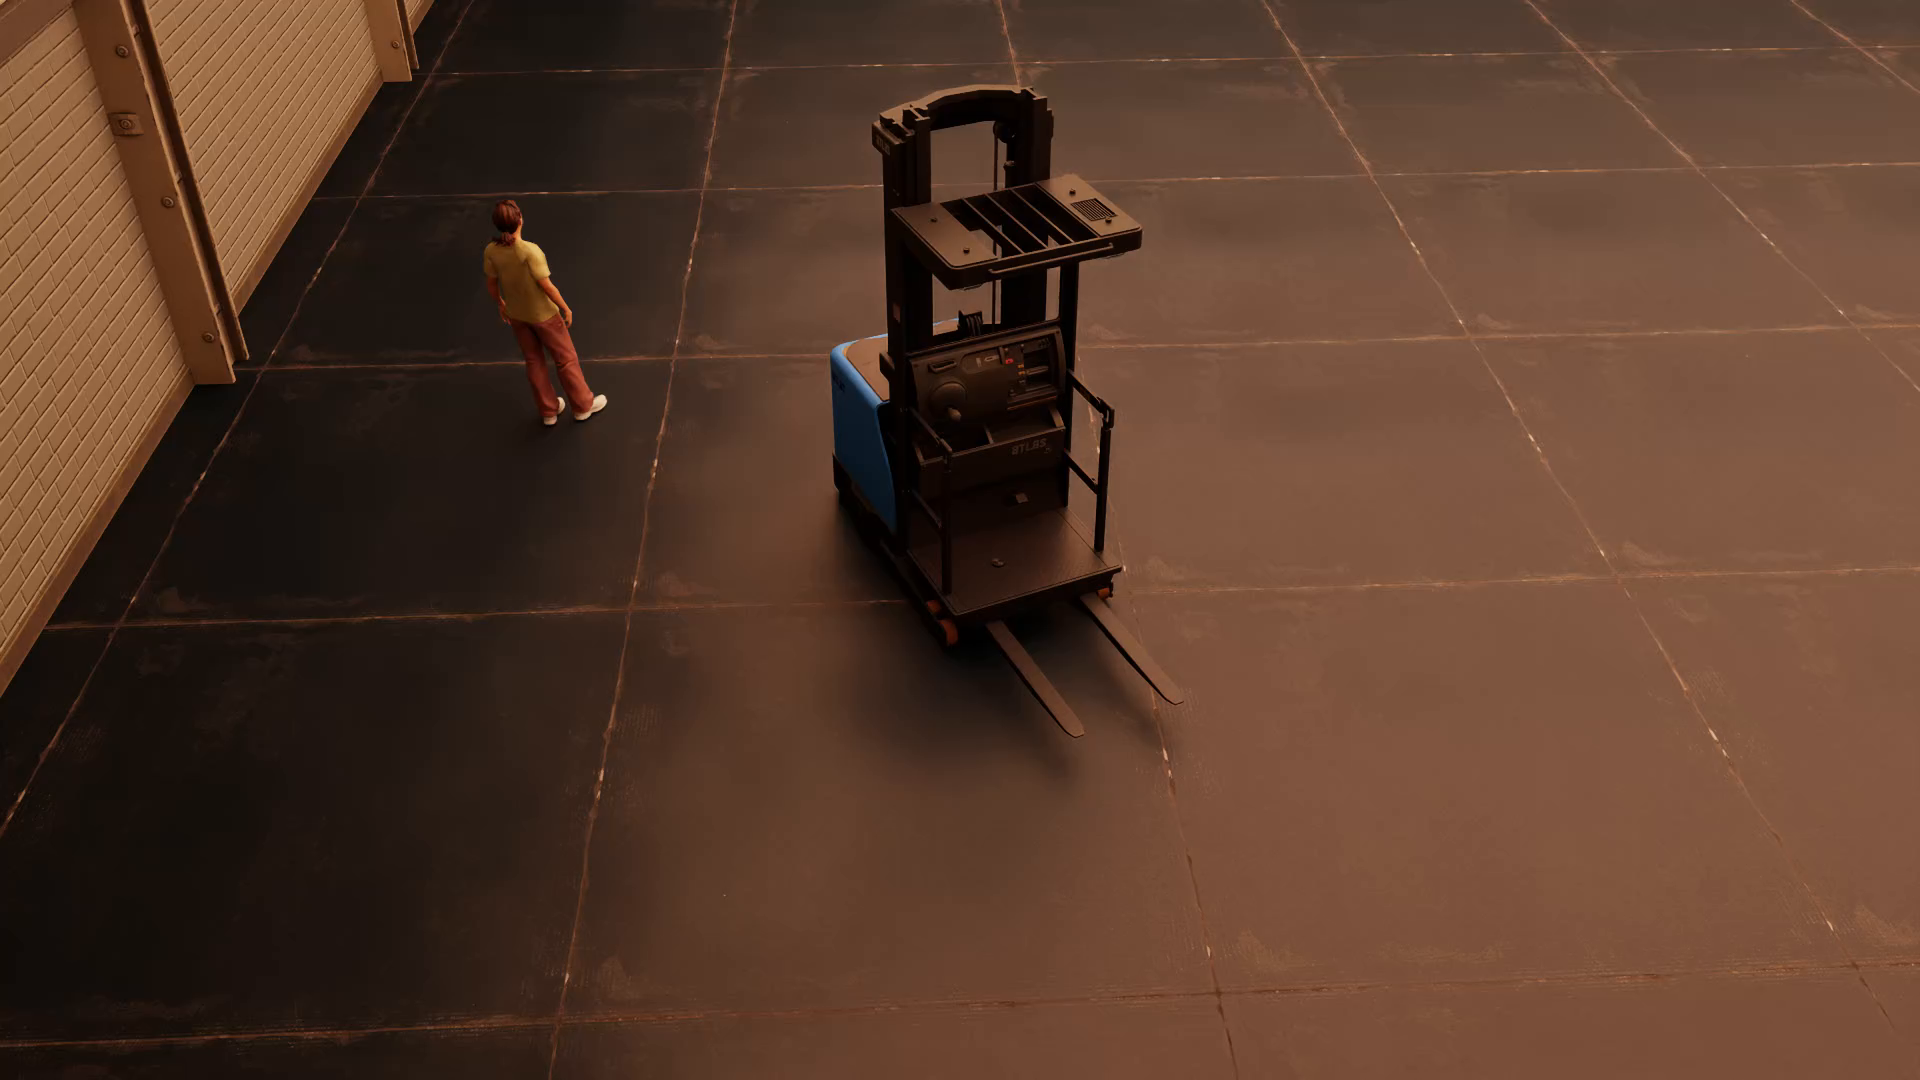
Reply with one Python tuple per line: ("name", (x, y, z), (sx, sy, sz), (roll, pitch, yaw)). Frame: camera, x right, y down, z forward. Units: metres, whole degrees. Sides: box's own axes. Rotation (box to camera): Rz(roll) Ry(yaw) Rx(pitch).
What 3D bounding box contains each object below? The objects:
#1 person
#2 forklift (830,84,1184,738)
("person", (-2.834, -1.550, 11.193), (0.552, 1.673, 0.549), (10, 37, 13))
("forklift", (0.258, -0.860, 9.192), (1.130, 2.935, 3.031), (-15, 39, -20))
